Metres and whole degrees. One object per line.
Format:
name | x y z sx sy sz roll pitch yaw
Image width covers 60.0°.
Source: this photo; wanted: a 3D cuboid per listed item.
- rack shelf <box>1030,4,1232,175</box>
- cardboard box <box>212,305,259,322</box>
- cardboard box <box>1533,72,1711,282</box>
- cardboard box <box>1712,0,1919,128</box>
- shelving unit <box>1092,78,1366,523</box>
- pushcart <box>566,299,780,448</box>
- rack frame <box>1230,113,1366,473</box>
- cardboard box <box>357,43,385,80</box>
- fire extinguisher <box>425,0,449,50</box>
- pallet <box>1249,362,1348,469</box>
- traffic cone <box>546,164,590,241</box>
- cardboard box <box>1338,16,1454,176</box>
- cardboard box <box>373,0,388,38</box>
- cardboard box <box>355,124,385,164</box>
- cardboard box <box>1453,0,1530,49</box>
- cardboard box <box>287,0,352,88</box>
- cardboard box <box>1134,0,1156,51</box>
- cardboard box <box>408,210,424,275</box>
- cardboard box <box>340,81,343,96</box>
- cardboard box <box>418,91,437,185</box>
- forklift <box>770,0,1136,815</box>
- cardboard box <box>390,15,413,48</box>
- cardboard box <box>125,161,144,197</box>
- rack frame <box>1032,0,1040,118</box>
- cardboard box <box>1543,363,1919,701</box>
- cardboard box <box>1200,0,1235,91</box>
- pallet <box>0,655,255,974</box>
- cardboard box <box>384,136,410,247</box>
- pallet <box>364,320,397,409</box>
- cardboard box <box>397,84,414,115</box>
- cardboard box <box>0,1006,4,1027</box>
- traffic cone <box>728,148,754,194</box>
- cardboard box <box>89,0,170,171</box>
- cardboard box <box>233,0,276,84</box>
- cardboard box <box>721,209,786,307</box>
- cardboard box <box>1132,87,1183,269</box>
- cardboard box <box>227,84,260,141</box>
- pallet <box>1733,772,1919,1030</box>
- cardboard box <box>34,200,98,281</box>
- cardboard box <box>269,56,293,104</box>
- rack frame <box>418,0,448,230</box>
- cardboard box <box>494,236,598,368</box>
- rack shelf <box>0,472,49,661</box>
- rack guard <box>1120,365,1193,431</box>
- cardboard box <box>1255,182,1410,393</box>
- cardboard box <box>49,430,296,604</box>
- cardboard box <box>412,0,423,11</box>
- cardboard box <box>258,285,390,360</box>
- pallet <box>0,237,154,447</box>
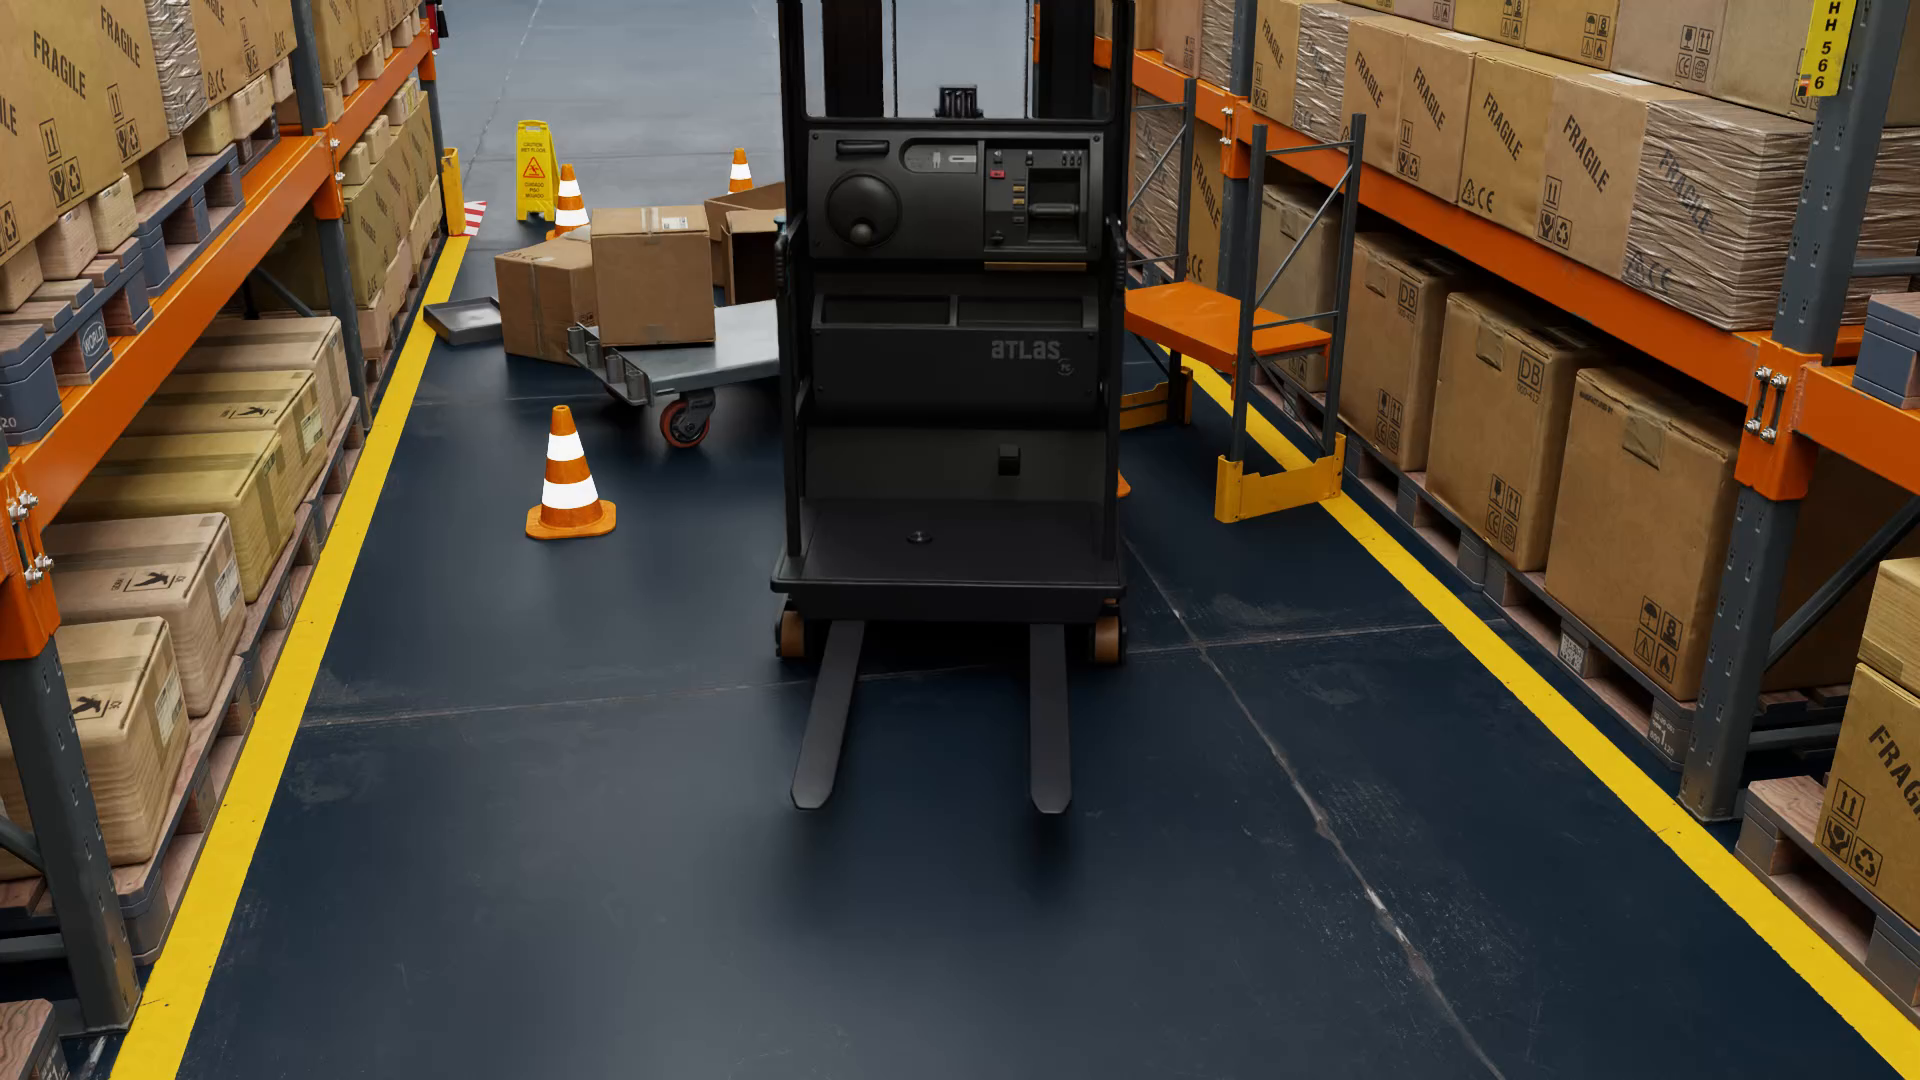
rack shelf | 1.372 -2.695 9.573 1.077 0.370 4.000 -4 24 -10
cardboard box | -3.477 -0.977 7.651 0.500 0.250 0.500 -3 24 -7
cardboard box | 2.044 -1.064 4.814 0.500 0.500 0.500 -4 24 -10
cardboard box | 2.409 -1.346 4.211 0.700 0.500 0.500 -4 24 -10
shelving unit | 1.010 -0.994 6.652 0.587 1.500 1.083 -13 27 -27
pushcart | -0.872 -0.819 7.654 1.648 0.377 0.936 -13 27 -28
rack frame | 1.256 -0.820 6.254 0.500 1.500 0.032 -13 27 -27
cardboard box | -3.074 -2.369 8.240 0.380 0.149 0.250 -4 24 -9
fire extinguisher | -3.412 -3.449 10.497 0.296 0.674 0.183 -4 24 -10
pallet | 1.959 -0.663 7.503 1.003 0.211 1.213 -4 24 -10
traffic cone | -2.496 -2.169 10.639 0.336 0.463 0.334 -4 24 -10
cardboard box | 1.759 -1.662 6.183 0.500 0.500 0.500 -4 24 -10
cardboard box | -3.220 -2.800 8.416 0.500 0.500 0.500 -4 24 -9
cardboard box | -3.009 -1.913 8.046 0.380 0.149 0.250 -3 24 -8
cardboard box | 2.122 -1.948 5.588 0.700 0.500 0.500 -5 24 -10
cardboard box | -2.911 -2.208 7.061 0.500 0.500 0.500 -4 24 -10
cardboard box | 1.358 -3.088 9.386 0.875 0.550 0.500 -4 24 -10
cardboard box | -3.239 -1.630 9.146 0.500 0.250 0.500 -5 24 -12
cardboard box | -3.024 -2.063 7.539 0.380 0.149 0.250 -4 24 -10
cardboard box | -3.439 -2.386 9.939 0.500 0.500 0.500 -4 24 -9
forklift | -0.020 -1.070 5.037 1.130 2.935 3.031 1 24 2
cardboard box | -3.305 -2.866 9.379 0.380 0.149 0.250 -4 24 -9
cardboard box | -2.509 -1.010 4.603 0.380 0.149 0.250 -3 24 -8
rack frame | 1.002 -3.812 11.230 1.000 3.000 0.127 -4 24 -10
cardboard box | 2.458 -0.073 4.955 1.050 0.750 0.750 -5 24 -10
cardboard box | 1.662 -2.451 7.928 0.875 0.550 0.550 -4 24 -10
pallet | -2.507 0.711 4.357 1.003 0.211 1.213 -4 24 -10
cardboard box | -3.152 -1.774 8.538 0.500 0.500 0.500 -3 24 -7
pallet | -3.263 -0.816 7.854 1.003 0.211 1.213 -4 24 -10
cardboard box | -3.262 -2.445 9.263 0.380 0.149 0.250 -4 24 -9
cardboard box | -2.318 0.800 2.800 0.875 0.875 0.875 -5 24 -10
traffic cone | -1.468 -2.385 11.133 0.336 0.463 0.334 -4 24 -10
cardboard box | -2.428 -1.240 4.321 0.500 0.500 0.500 -4 24 -9
cardboard box | -2.700 -1.847 5.710 0.500 0.500 0.500 -4 24 -9
cardboard box | -0.850 -1.453 8.779 0.797 0.637 0.503 -4 24 -10
cardboard box | 1.524 -2.064 9.358 0.875 0.875 0.875 -4 24 -9
cardboard box | -2.572 -1.424 5.552 0.380 0.149 0.250 -4 24 -9
pallet | 2.625 0.920 3.879 1.003 0.211 1.213 -4 24 -10
cardboard box | -2.266 -0.703 3.900 0.380 0.149 0.250 -6 24 -13
cardboard box | -2.737 -1.728 6.247 0.380 0.149 0.250 -4 24 -9
rack frame | -3.844 -3.406 10.300 1.000 3.000 0.127 -4 24 -10
cardboard box | -1.965 -1.210 8.393 0.500 0.500 0.500 13 27 27
rack shelf | -1.994 0.857 1.438 1.077 0.370 4.000 -4 24 -10
rack guard | 0.764 -0.595 7.299 0.587 0.250 0.087 -13 27 -27
cardboard box | 1.945 -1.162 7.450 1.050 0.750 0.750 -4 24 -10
cardboard box | -2.738 -0.058 5.395 0.950 0.372 0.625 -4 24 -8
cardboard box | -3.472 -3.395 9.778 0.500 0.500 0.500 -5 24 -11
cardboard box | -2.948 -1.017 7.741 0.500 0.250 0.500 -5 24 -12
pallet | -2.601 -0.443 3.757 1.213 0.211 1.003 -4 24 -10
